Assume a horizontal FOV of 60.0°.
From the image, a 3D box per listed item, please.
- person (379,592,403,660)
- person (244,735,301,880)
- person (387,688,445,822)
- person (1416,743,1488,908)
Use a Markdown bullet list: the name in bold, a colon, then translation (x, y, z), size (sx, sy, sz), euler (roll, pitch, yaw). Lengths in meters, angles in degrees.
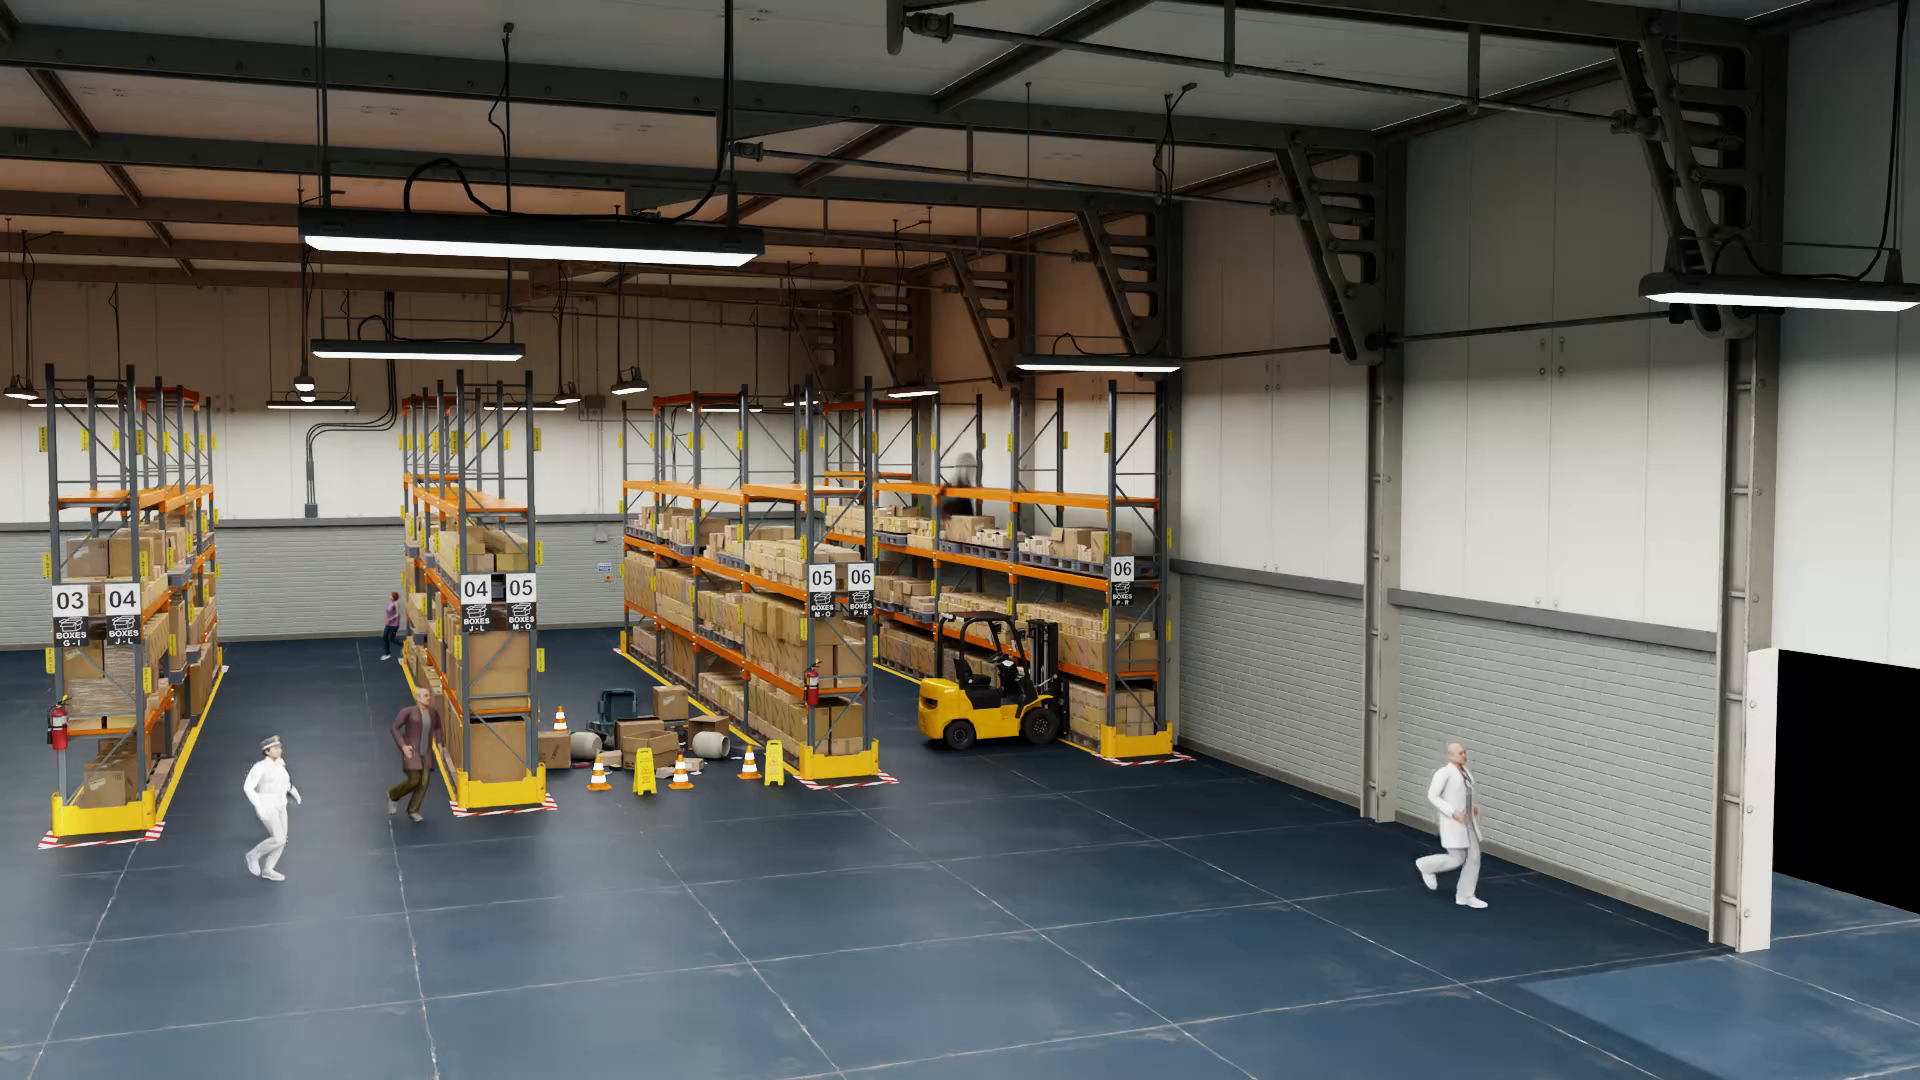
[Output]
- **person**: translation (-13.084, 1.977, 38.548), size (0.710, 1.585, 0.571), euler (-3, 5, -43)
- **person**: translation (-7.881, 3.062, 19.069), size (0.545, 1.666, 0.634), euler (1, 3, 14)
- **person**: translation (-7.243, 2.886, 22.247), size (0.656, 1.638, 0.739), euler (3, 4, 37)
- **person**: translation (5.370, 3.067, 18.040), size (0.726, 1.745, 0.865), euler (-3, 4, -37)
